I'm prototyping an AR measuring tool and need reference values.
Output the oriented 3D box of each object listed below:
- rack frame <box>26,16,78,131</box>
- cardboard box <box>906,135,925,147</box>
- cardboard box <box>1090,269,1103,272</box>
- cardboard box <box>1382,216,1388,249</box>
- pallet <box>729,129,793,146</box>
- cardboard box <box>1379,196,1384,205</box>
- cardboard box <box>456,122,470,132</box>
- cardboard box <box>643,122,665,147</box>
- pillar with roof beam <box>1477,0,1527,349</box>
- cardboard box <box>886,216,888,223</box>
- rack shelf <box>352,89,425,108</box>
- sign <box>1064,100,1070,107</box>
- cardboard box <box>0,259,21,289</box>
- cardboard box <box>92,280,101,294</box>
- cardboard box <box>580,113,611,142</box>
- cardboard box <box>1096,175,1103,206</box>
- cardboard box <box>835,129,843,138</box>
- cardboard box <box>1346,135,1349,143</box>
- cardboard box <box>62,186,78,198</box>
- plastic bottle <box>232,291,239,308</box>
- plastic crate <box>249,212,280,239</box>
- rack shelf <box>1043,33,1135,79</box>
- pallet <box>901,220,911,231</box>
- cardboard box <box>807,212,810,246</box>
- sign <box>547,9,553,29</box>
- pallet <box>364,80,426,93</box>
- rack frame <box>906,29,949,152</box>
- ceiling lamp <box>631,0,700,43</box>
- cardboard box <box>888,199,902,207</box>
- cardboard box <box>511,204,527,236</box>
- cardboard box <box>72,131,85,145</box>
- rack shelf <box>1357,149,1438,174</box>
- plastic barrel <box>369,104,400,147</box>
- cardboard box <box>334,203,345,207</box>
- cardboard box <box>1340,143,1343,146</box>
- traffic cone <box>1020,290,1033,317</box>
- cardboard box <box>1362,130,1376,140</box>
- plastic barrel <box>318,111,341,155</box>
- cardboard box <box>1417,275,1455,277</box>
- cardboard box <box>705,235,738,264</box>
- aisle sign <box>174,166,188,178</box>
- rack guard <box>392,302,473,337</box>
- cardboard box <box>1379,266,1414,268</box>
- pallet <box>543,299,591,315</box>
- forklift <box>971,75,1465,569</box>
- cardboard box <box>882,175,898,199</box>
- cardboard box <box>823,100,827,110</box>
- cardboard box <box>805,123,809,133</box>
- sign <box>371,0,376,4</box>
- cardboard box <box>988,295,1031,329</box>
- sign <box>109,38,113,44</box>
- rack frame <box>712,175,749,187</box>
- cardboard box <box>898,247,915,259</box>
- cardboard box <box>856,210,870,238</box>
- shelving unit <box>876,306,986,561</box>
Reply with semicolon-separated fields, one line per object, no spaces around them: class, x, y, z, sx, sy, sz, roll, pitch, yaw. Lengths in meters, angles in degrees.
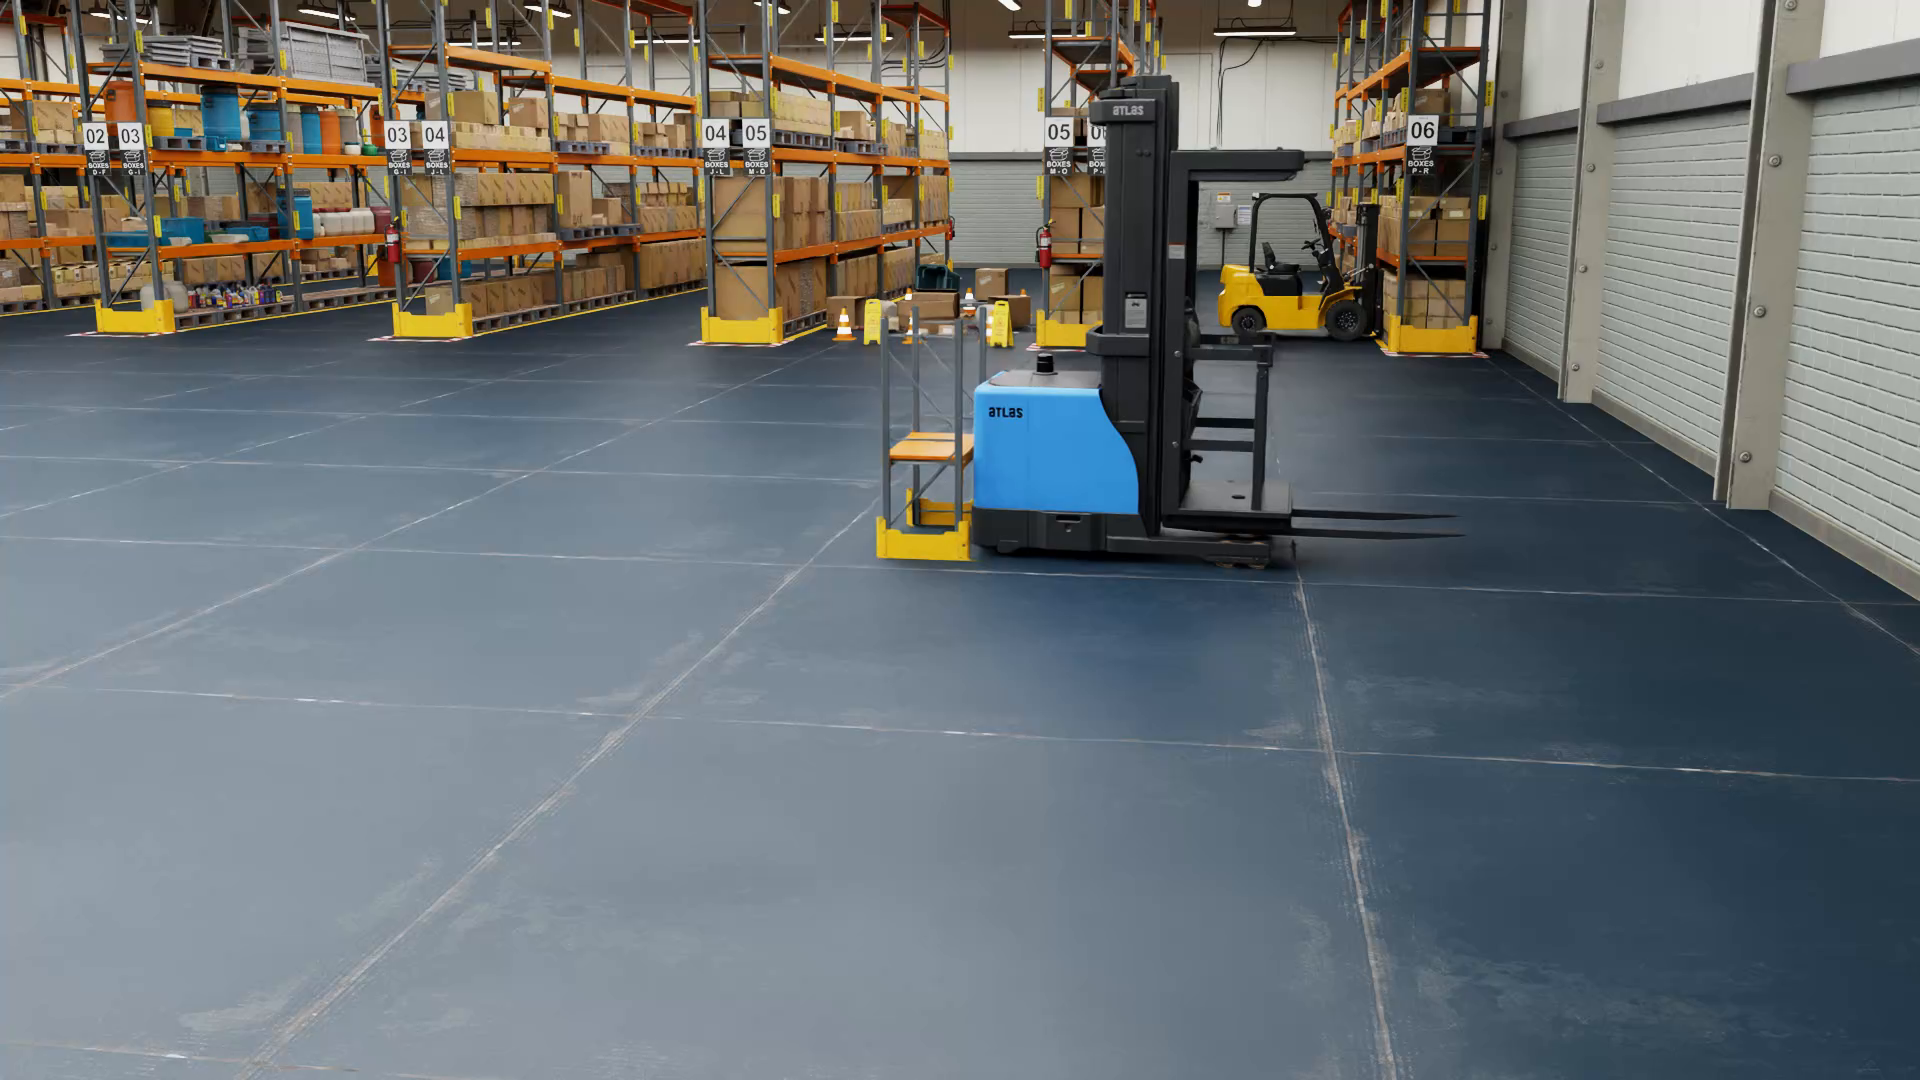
rack frame;-20.941;-10.504;38.375;1.000;3.000;0.127;2;12;9
cardboard box;-1.061;-8.638;36.006;0.500;0.250;0.500;2;12;11
cardboard box;2.325;-3.987;26.126;0.500;0.500;0.500;3;12;12
cardboard box;6.743;-4.694;25.418;0.500;0.500;0.500;2;12;8
pallet;-3.114;-5.988;24.750;1.003;0.211;1.213;2;12;9
cardboard box;6.867;-5.398;26.440;0.380;0.149;0.250;2;12;10
cardboard box;-7.697;-6.281;25.307;0.380;0.149;0.250;2;12;10
cardboard box;-6.580;-8.406;34.515;0.797;0.503;0.637;2;12;8
pillar with roof beam;3.338;-7.299;23.502;9.100;9.000;0.400;2;12;9
cardboard box;-1.637;-6.357;32.970;0.380;0.149;0.250;3;12;11
rack shelf;-11.459;-9.220;35.072;1.077;0.370;4.000;2;12;9
sign;1.755;-7.033;27.224;0.100;0.325;0.005;2;12;9
cardboard box;-17.220;-4.767;29.743;0.500;0.500;0.500;2;12;9
cardboard box;-16.812;-4.898;32.131;0.500;0.250;0.500;1;12;7
cardboard box;-6.858;-7.700;31.059;0.500;0.500;0.500;2;12;10
cardboard box;1.828;-5.382;25.528;0.700;0.500;0.500;2;12;8
cardboard box;-2.198;-7.049;28.823;0.250;0.149;0.380;2;12;9
cardboard box;7.798;-7.892;32.737;0.380;0.149;0.250;2;12;10
cardboard box;-20.760;-8.037;38.395;0.500;0.250;0.500;2;12;10
plastic bottle;-12.342;-4.094;28.300;0.097;0.271;0.097;0;12;0
plastic crate;-12.610;-5.727;30.297;0.402;0.464;0.583;2;12;9
rack shelf;1.997;-7.267;25.068;1.077;0.370;4.000;2;12;9
pallet;-1.633;-6.660;35.234;1.003;0.211;1.213;2;12;9
cardboard box;-2.909;-5.015;26.790;0.875;0.550;0.550;2;12;9
sign;-6.955;-8.831;28.208;0.100;0.325;0.005;2;12;9
pallet;-11.625;-9.212;33.776;1.213;0.211;1.003;2;12;9
rack frame;-0.757;-10.674;39.162;1.000;3.000;0.127;2;12;9
ceiling lamp;-7.635;-14.347;42.349;2.000;3.185;0.800;2;12;9
cardboard box;-1.405;-6.977;34.433;0.380;0.149;0.250;1;12;7
cardboard box;-7.707;-5.317;27.603;0.875;0.500;0.500;2;12;9
cardboard box;-16.921;-7.741;32.032;0.500;0.250;0.500;1;12;4
rack shelf;7.517;-6.475;28.505;1.077;0.370;4.000;2;12;9
plastic barrel;-11.677;-8.418;33.797;0.600;0.830;0.708;2;12;9
cardboard box;-15.389;-7.980;40.663;0.500;0.500;0.500;2;12;9
cardboard box;8.336;-8.365;35.216;0.500;0.250;0.500;1;12;7
traffic cone;1.112;-4.167;29.231;0.336;0.463;0.334;2;12;9
cardboard box;7.471;-7.320;30.040;0.380;0.166;0.250;2;12;9
plastic barrel;-12.208;-7.794;31.900;0.600;0.830;0.708;2;12;9
cardboard box;7.016;-3.763;24.490;0.500;0.250;0.500;2;12;8
cardboard box;-5.802;-6.764;39.307;0.875;0.875;0.875;2;12;9
aisle sign;-20.018;-9.680;42.622;0.394;0.787;0.004;2;12;9
rack guard;-8.091;-3.386;25.519;1.175;0.500;0.348;2;12;9
cardboard box;7.622;-4.555;29.650;0.875;0.625;0.625;2;12;11
pallet;-7.370;-4.224;30.092;1.003;0.211;1.213;2;12;9
forklift;1.643;-1.377;10.424;3.031;2.935;1.130;2;12;11
cardboard box;-1.567;-7.698;36.277;0.500;0.500;0.500;1;12;7
cardboard box;-2.383;-7.092;27.129;0.380;0.149;0.250;2;12;8
cardboard box;-2.576;-6.437;25.984;0.380;0.149;0.250;2;12;8
sign;-8.648;-8.081;24.538;0.100;0.325;0.005;2;12;9
cardboard box;0.795;-3.704;26.989;0.500;0.500;0.500;-10;16;-40
sign;-17.198;-10.023;33.736;0.100;0.325;0.005;2;12;9
rack frame;-5.642;-7.923;40.637;1.000;3.000;0.127;2;12;9
cardboard box;-1.237;-6.095;35.313;0.500;0.250;0.500;2;12;7
cardboard box;-1.946;-5.814;30.616;0.500;0.500;0.500;2;12;8
shelving unit;-0.153;-0.723;10.789;0.587;1.500;1.083;2;12;9
